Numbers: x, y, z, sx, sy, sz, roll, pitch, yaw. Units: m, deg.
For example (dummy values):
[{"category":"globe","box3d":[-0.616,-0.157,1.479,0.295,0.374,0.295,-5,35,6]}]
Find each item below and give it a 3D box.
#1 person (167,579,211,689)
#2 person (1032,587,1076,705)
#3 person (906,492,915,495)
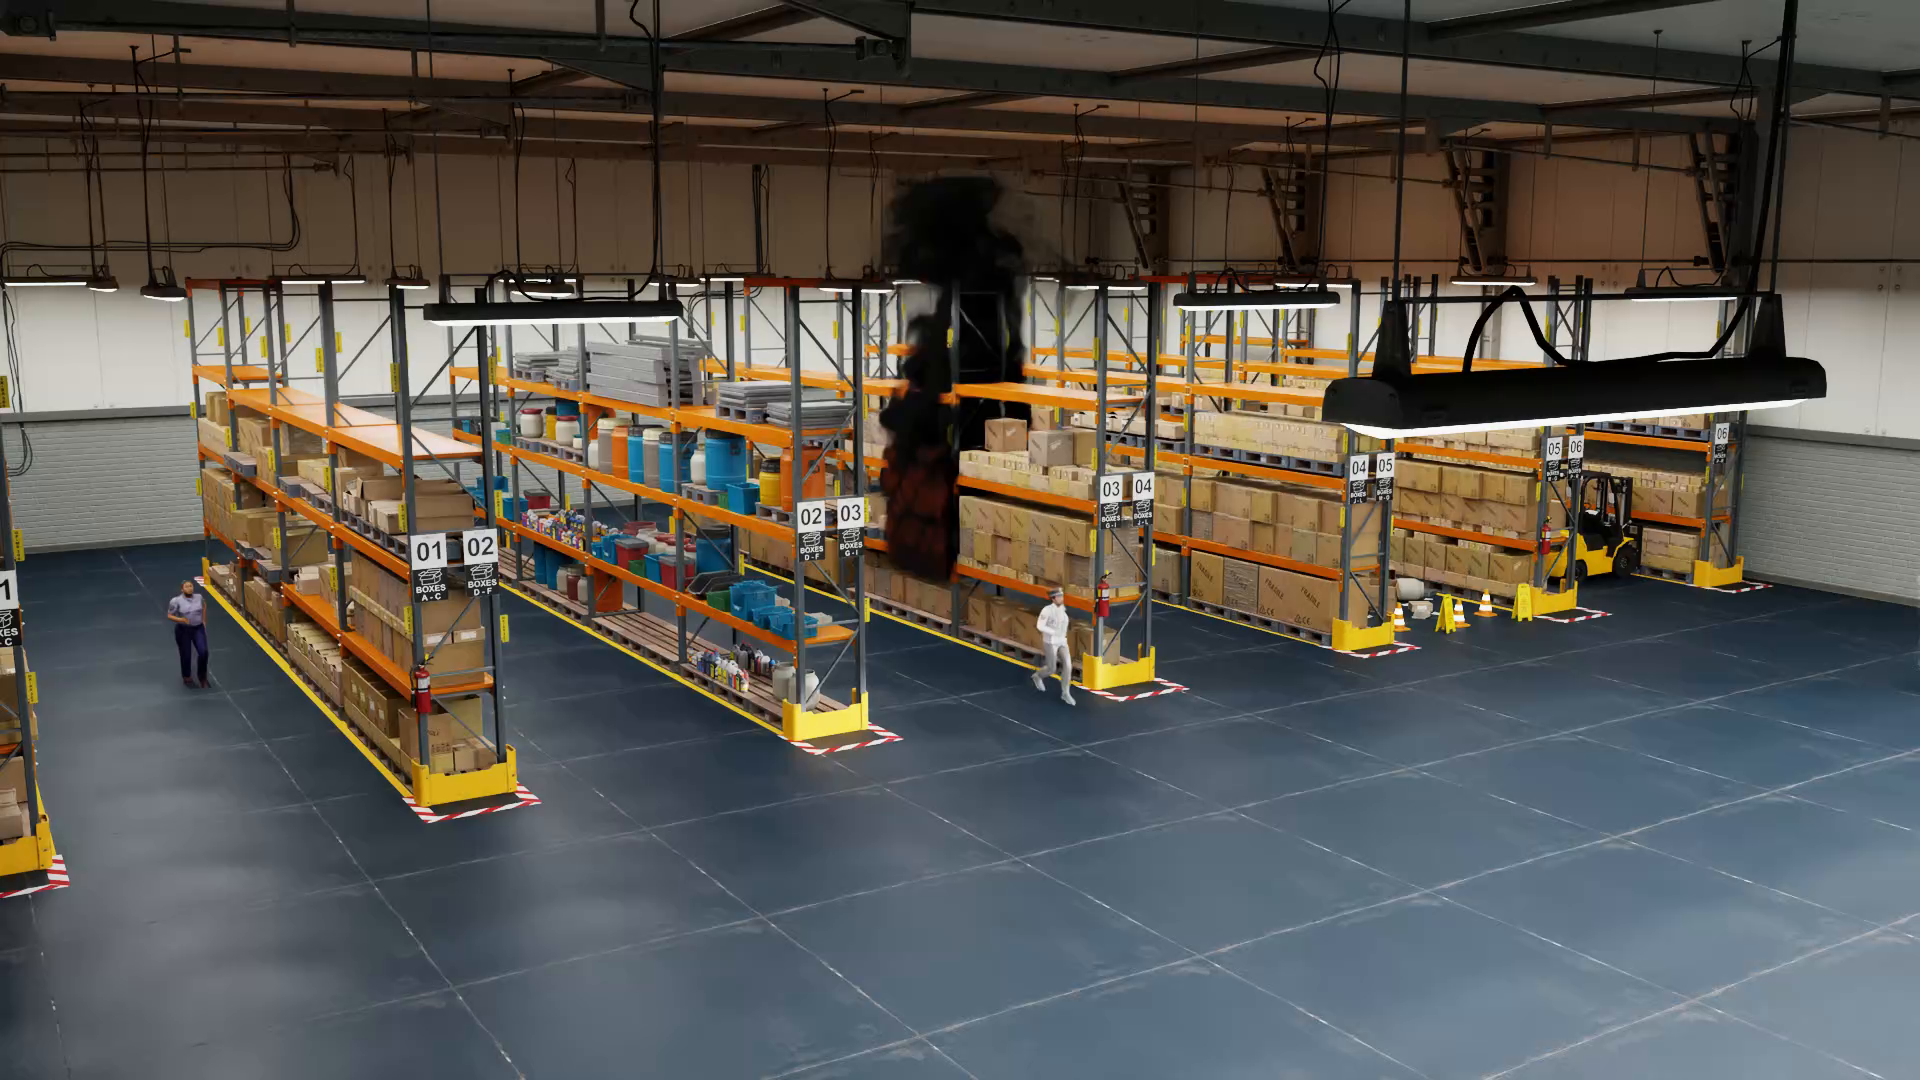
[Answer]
[{"category":"person","box3d":[-11.463,1.420,24.762,0.592,1.699,0.710,-7,12,-36]},{"category":"person","box3d":[1.362,1.498,24.121,0.654,1.699,0.854,-7,12,-38]},{"category":"person","box3d":[-0.942,-0.143,33.838,0.603,1.649,0.546,-7,12,-36]}]
